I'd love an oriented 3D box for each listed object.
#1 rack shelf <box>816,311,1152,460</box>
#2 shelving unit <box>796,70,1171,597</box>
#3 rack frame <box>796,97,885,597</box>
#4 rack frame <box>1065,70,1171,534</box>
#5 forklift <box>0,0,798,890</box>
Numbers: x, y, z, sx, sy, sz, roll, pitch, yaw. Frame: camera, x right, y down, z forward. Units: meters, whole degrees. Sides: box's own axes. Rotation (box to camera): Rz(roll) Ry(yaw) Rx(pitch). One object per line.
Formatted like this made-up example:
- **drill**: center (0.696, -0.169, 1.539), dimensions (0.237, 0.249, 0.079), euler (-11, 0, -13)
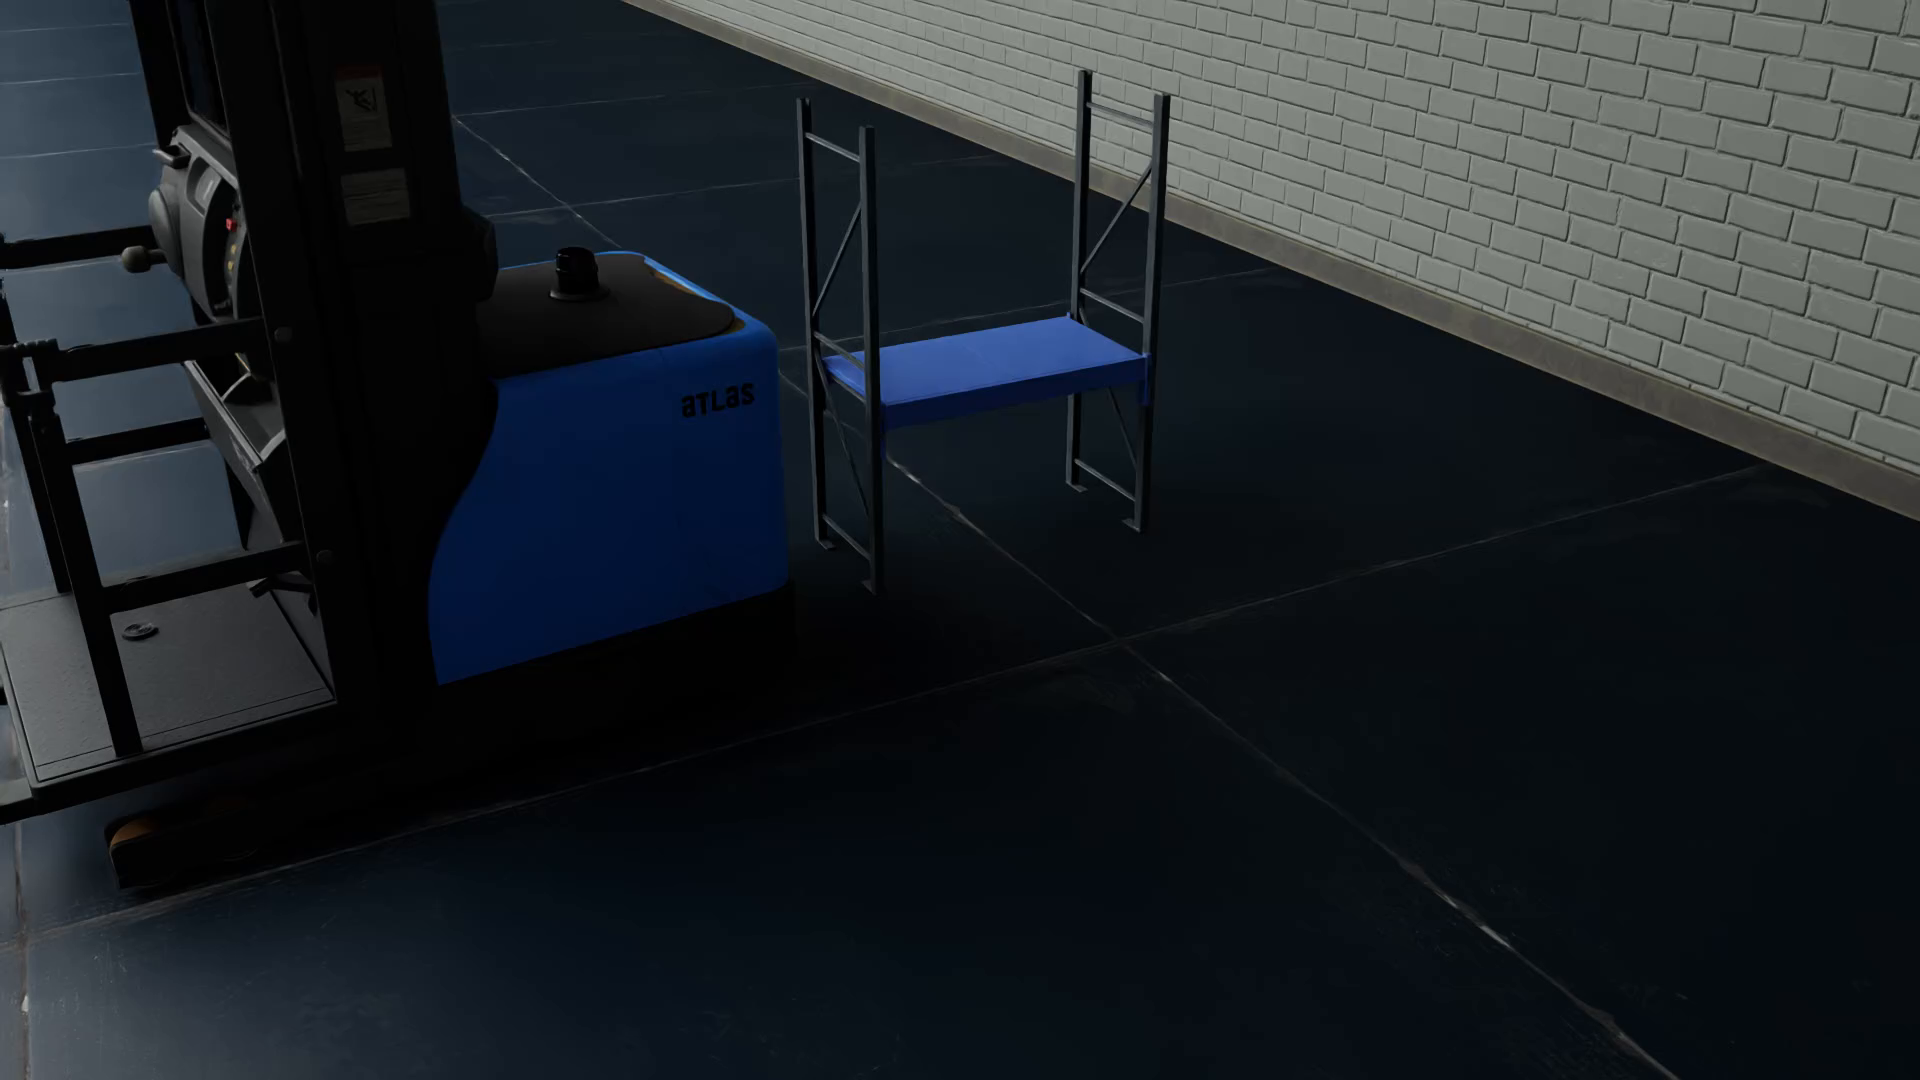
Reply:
- **rack shelf**: center (0.075, -0.531, 5.539), dimensions (1.000, 0.185, 0.538), euler (-13, 29, -25)
- **shelving unit**: center (0.075, -0.693, 5.462), dimensions (1.048, 1.500, 0.538), euler (-13, 29, -25)
- **rack frame**: center (-0.373, -0.590, 5.246), dimensions (0.032, 1.500, 0.500), euler (-13, 29, -25)
- **rack frame**: center (0.524, -0.797, 5.677), dimensions (0.032, 1.500, 0.500), euler (-13, 29, -25)
- **forklift**: center (-1.993, -0.744, 3.914), dimensions (3.031, 2.935, 1.130), euler (-16, 30, -30)
